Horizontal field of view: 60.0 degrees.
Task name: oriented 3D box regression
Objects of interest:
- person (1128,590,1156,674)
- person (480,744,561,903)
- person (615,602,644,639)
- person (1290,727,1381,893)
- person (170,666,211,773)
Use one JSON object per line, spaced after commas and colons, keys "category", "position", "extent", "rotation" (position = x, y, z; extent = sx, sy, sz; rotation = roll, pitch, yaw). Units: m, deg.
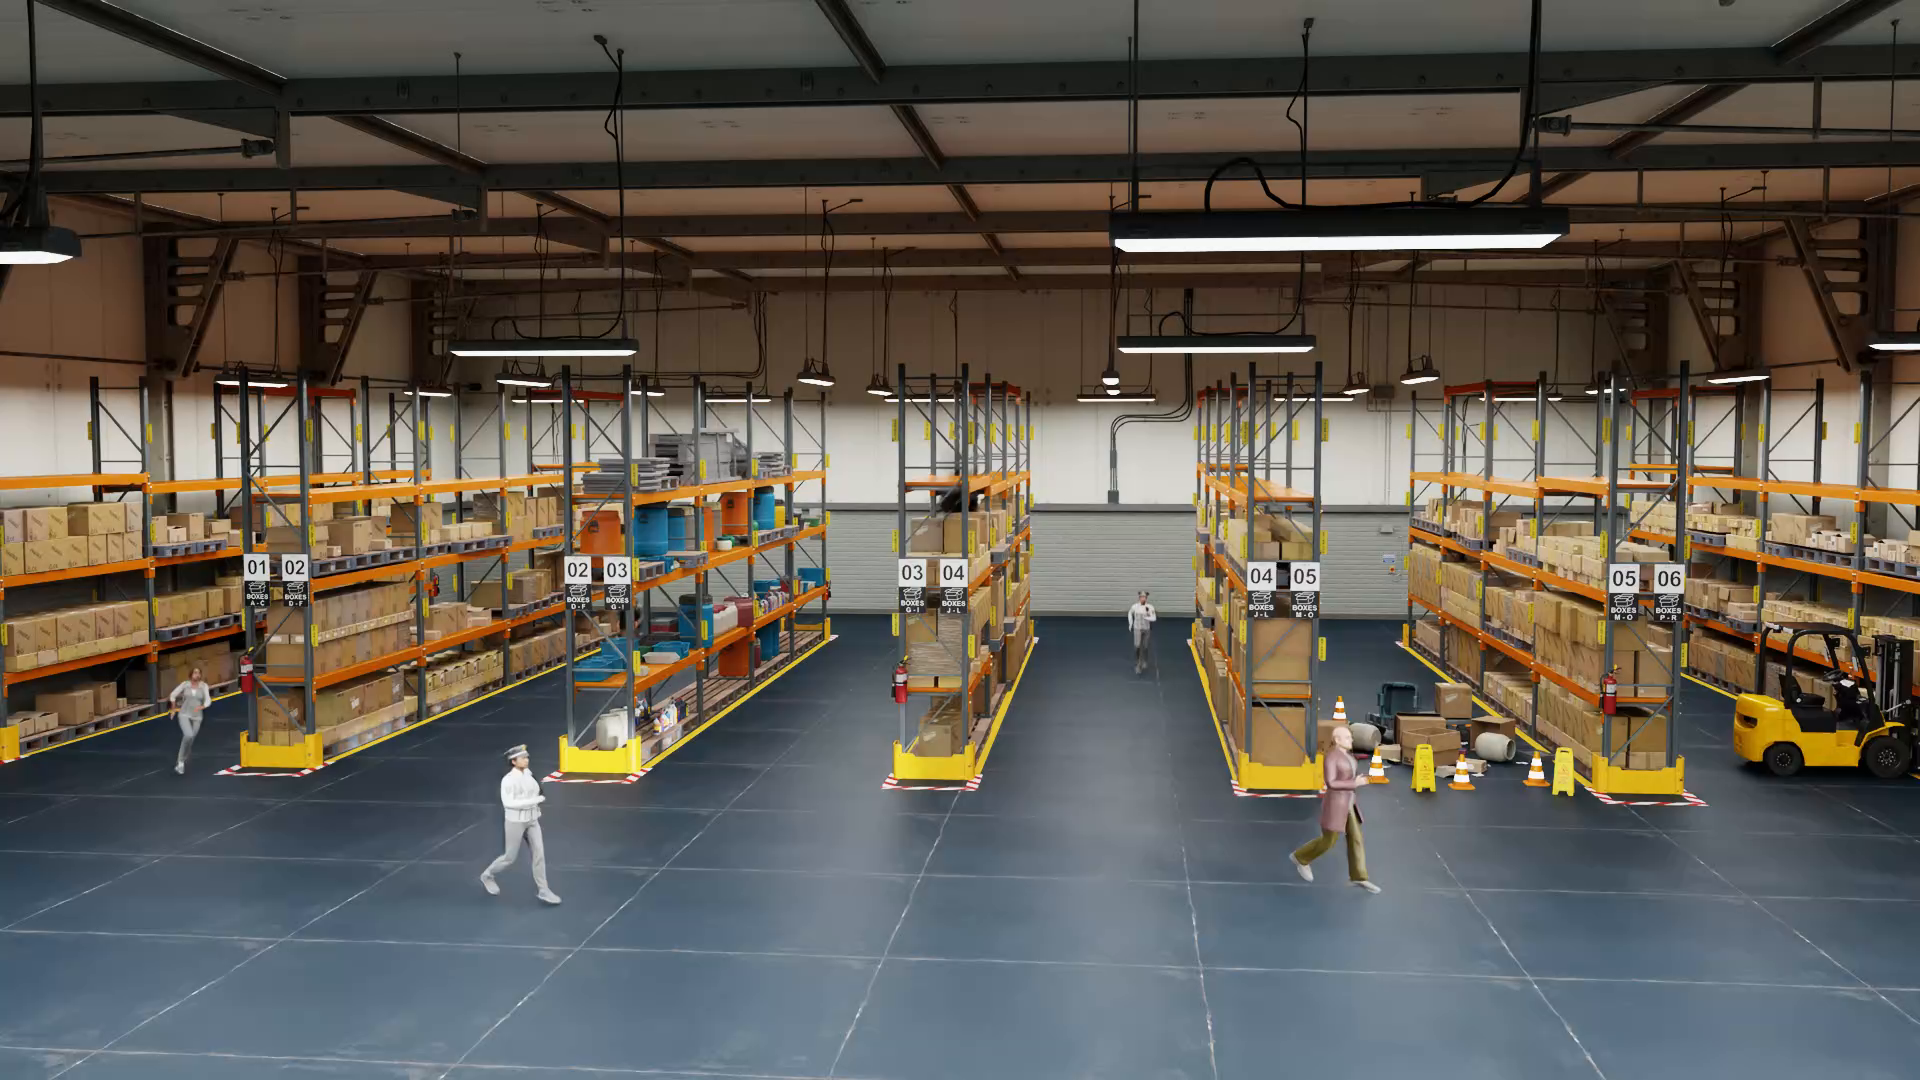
{"category": "person", "position": [3.819, 1.923, 34.864], "extent": [0.578, 1.749, 0.740], "rotation": [0, 4, 6]}
{"category": "person", "position": [-4.675, 2.999, 17.698], "extent": [0.939, 1.679, 0.611], "rotation": [2, 4, 24]}
{"category": "person", "position": [-6.997, 1.905, 35.230], "extent": [0.659, 1.673, 0.614], "rotation": [0, 4, 0]}
{"category": "person", "position": [4.119, 2.913, 18.181], "extent": [1.059, 1.764, 0.703], "rotation": [3, 5, 40]}
{"category": "person", "position": [-11.326, 2.635, 24.518], "extent": [0.531, 1.537, 0.618], "rotation": [-3, 5, -36]}
